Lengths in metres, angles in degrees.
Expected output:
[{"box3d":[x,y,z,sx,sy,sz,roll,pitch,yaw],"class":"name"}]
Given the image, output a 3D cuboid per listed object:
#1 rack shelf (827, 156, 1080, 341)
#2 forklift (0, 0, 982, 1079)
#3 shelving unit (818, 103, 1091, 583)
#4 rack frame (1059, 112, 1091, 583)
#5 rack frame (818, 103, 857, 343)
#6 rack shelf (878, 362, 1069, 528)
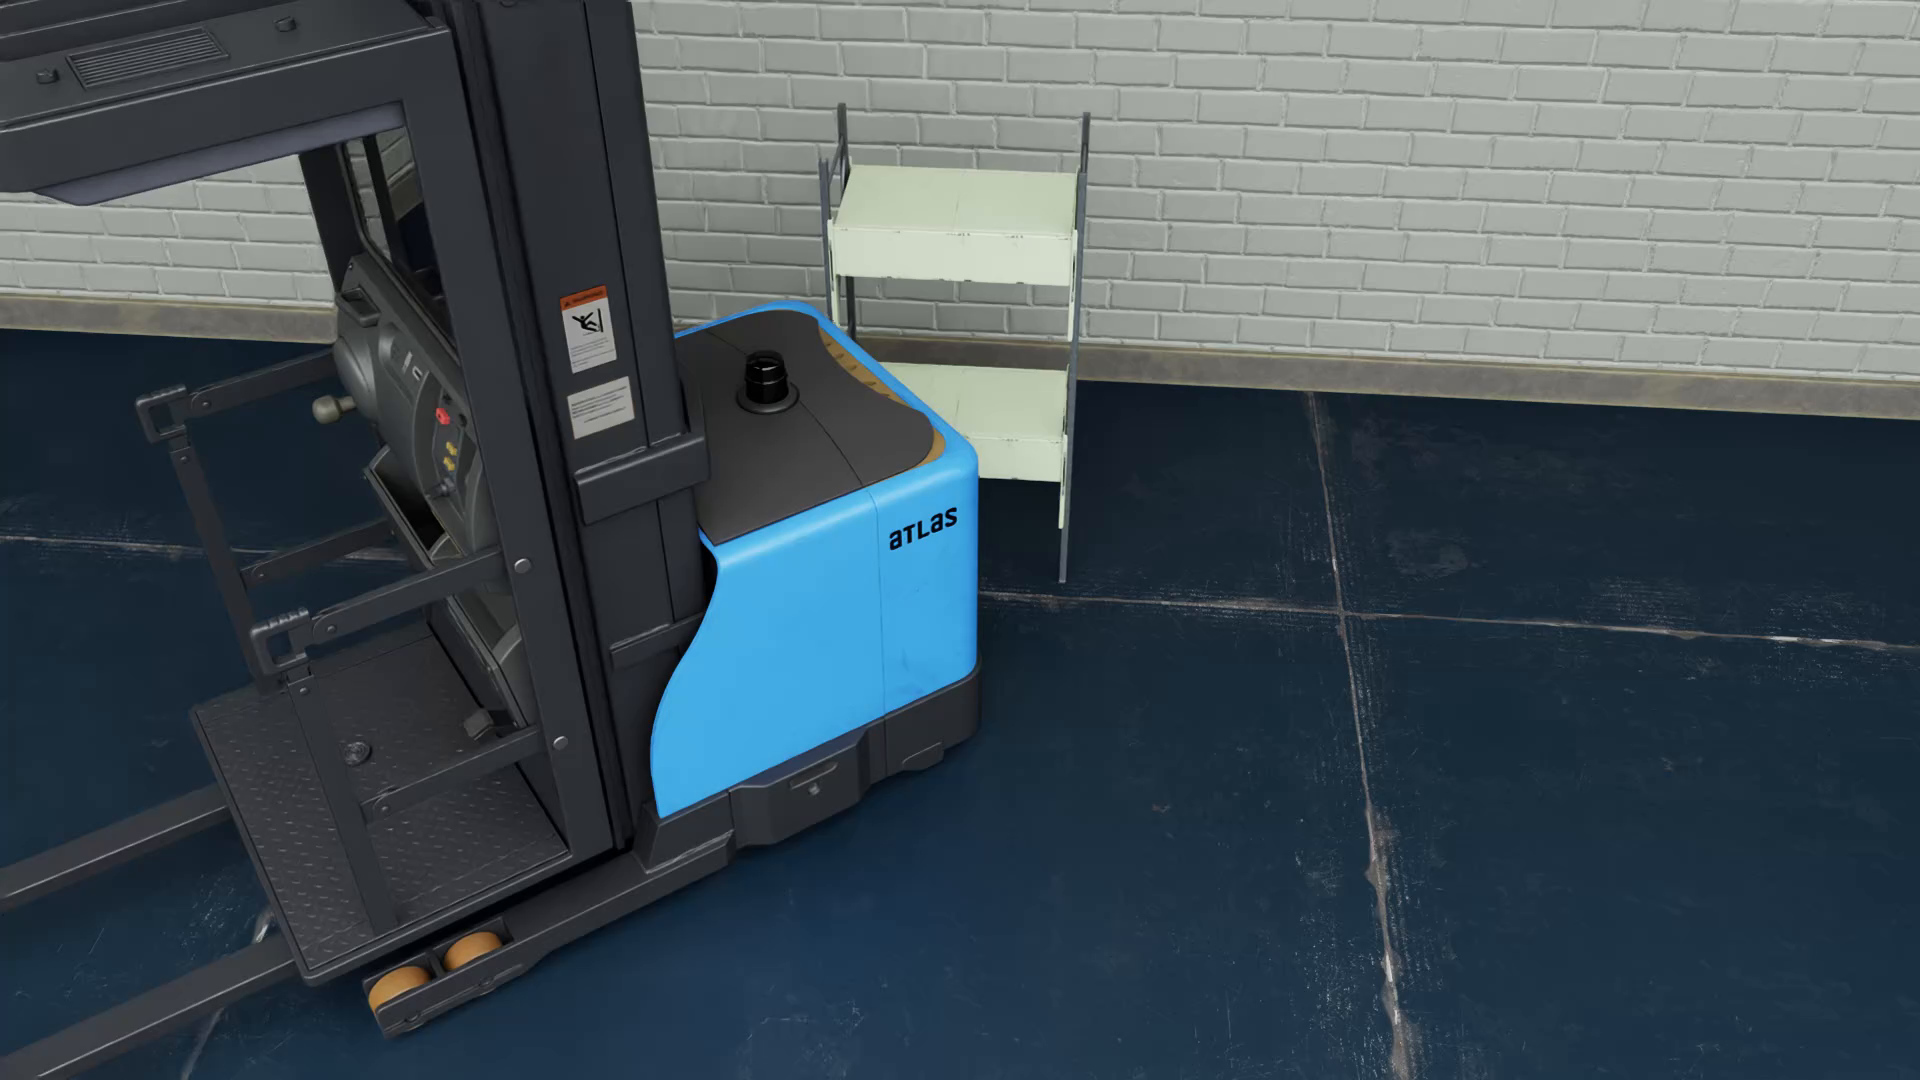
[{"box3d":[-0.005,-0.885,5.031,0.720,0.370,0.431,3,39,4],"class":"rack shelf"},{"box3d":[-1.446,-0.273,3.764,3.031,2.935,1.130,-23,44,-25],"class":"forklift"},{"box3d":[-0.005,-0.583,5.278,0.755,1.500,0.431,3,39,4],"class":"shelving unit"},{"box3d":[0.359,-0.563,5.253,0.023,1.500,0.400,3,39,4],"class":"rack frame"},{"box3d":[-0.370,-0.603,5.302,0.023,1.500,0.400,3,39,4],"class":"rack frame"},{"box3d":[-0.005,-0.330,5.483,0.720,0.370,0.431,3,39,4],"class":"rack shelf"}]
